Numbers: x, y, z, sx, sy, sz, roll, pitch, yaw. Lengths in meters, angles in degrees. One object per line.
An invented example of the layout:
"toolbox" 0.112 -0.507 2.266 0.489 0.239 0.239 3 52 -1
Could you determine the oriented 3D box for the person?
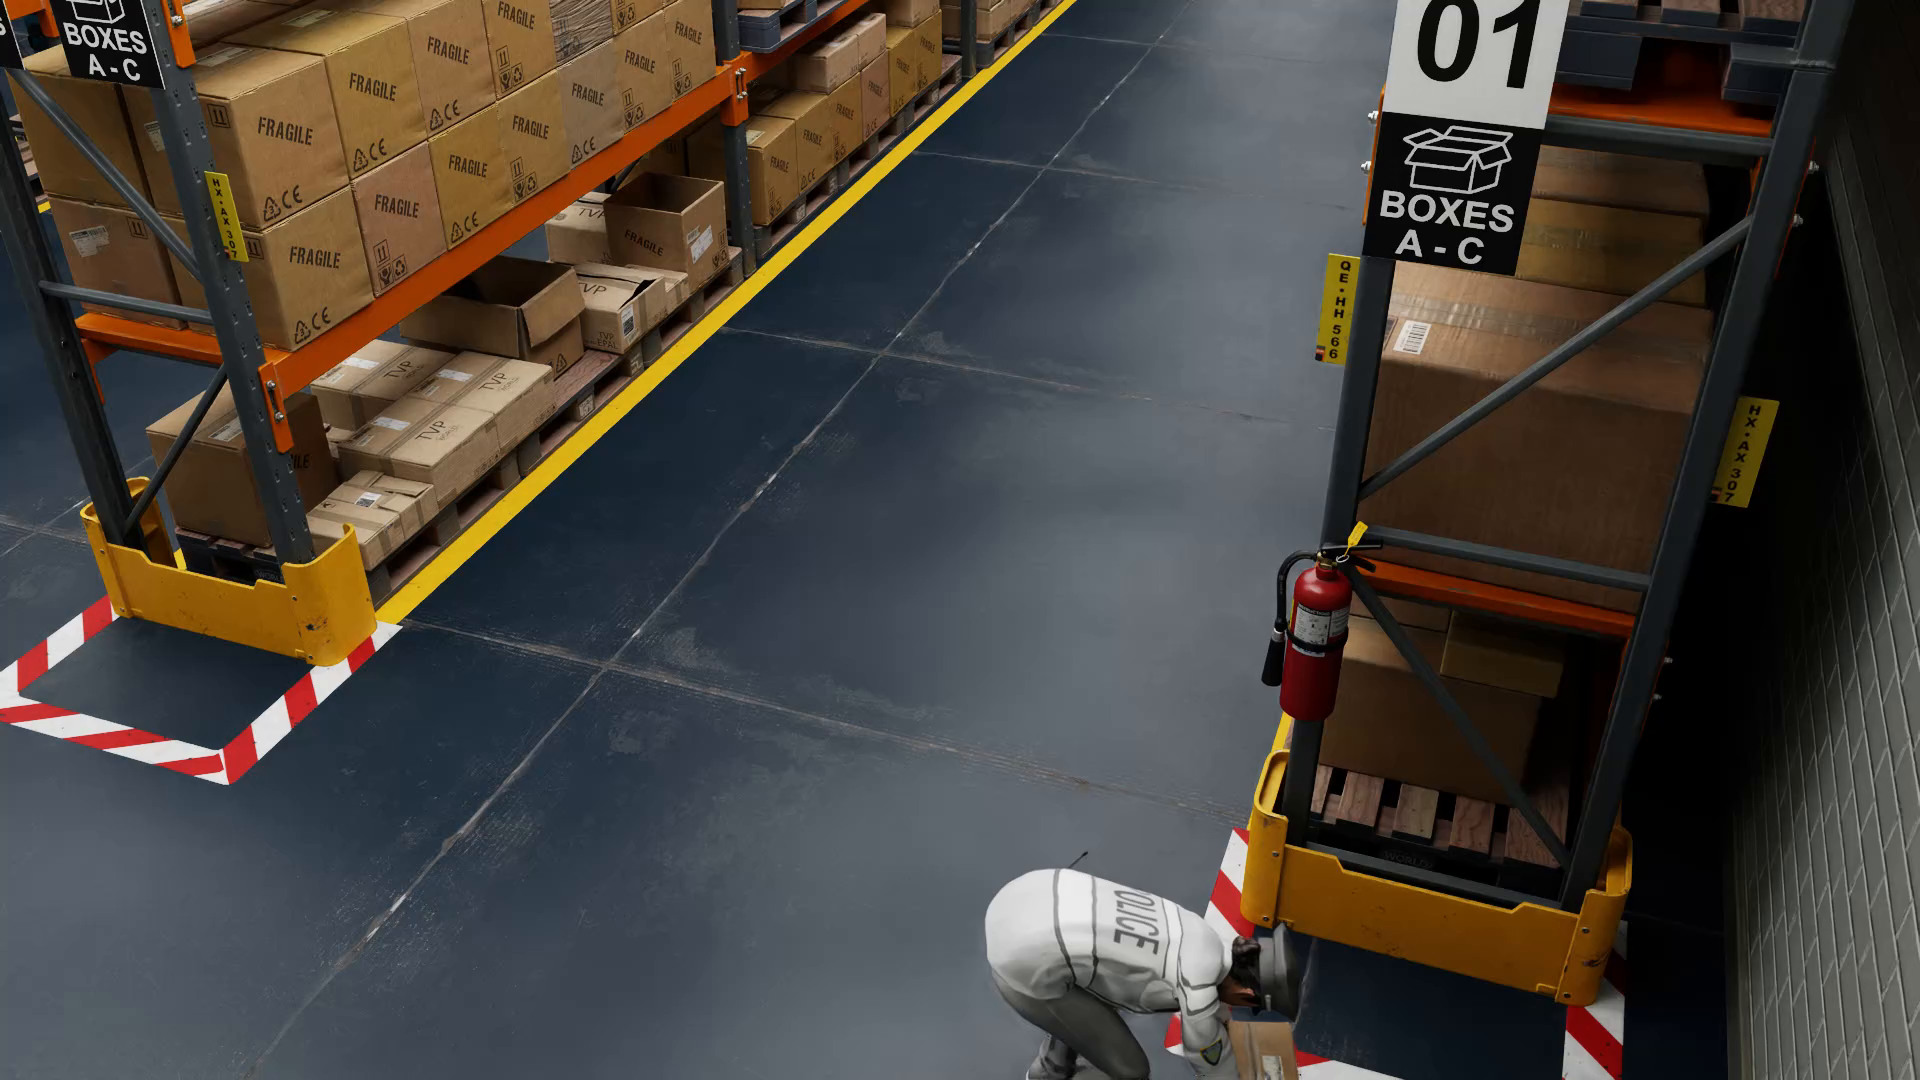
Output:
"person" 0.512 1.350 4.748 0.885 0.947 0.461 0 33 -1
